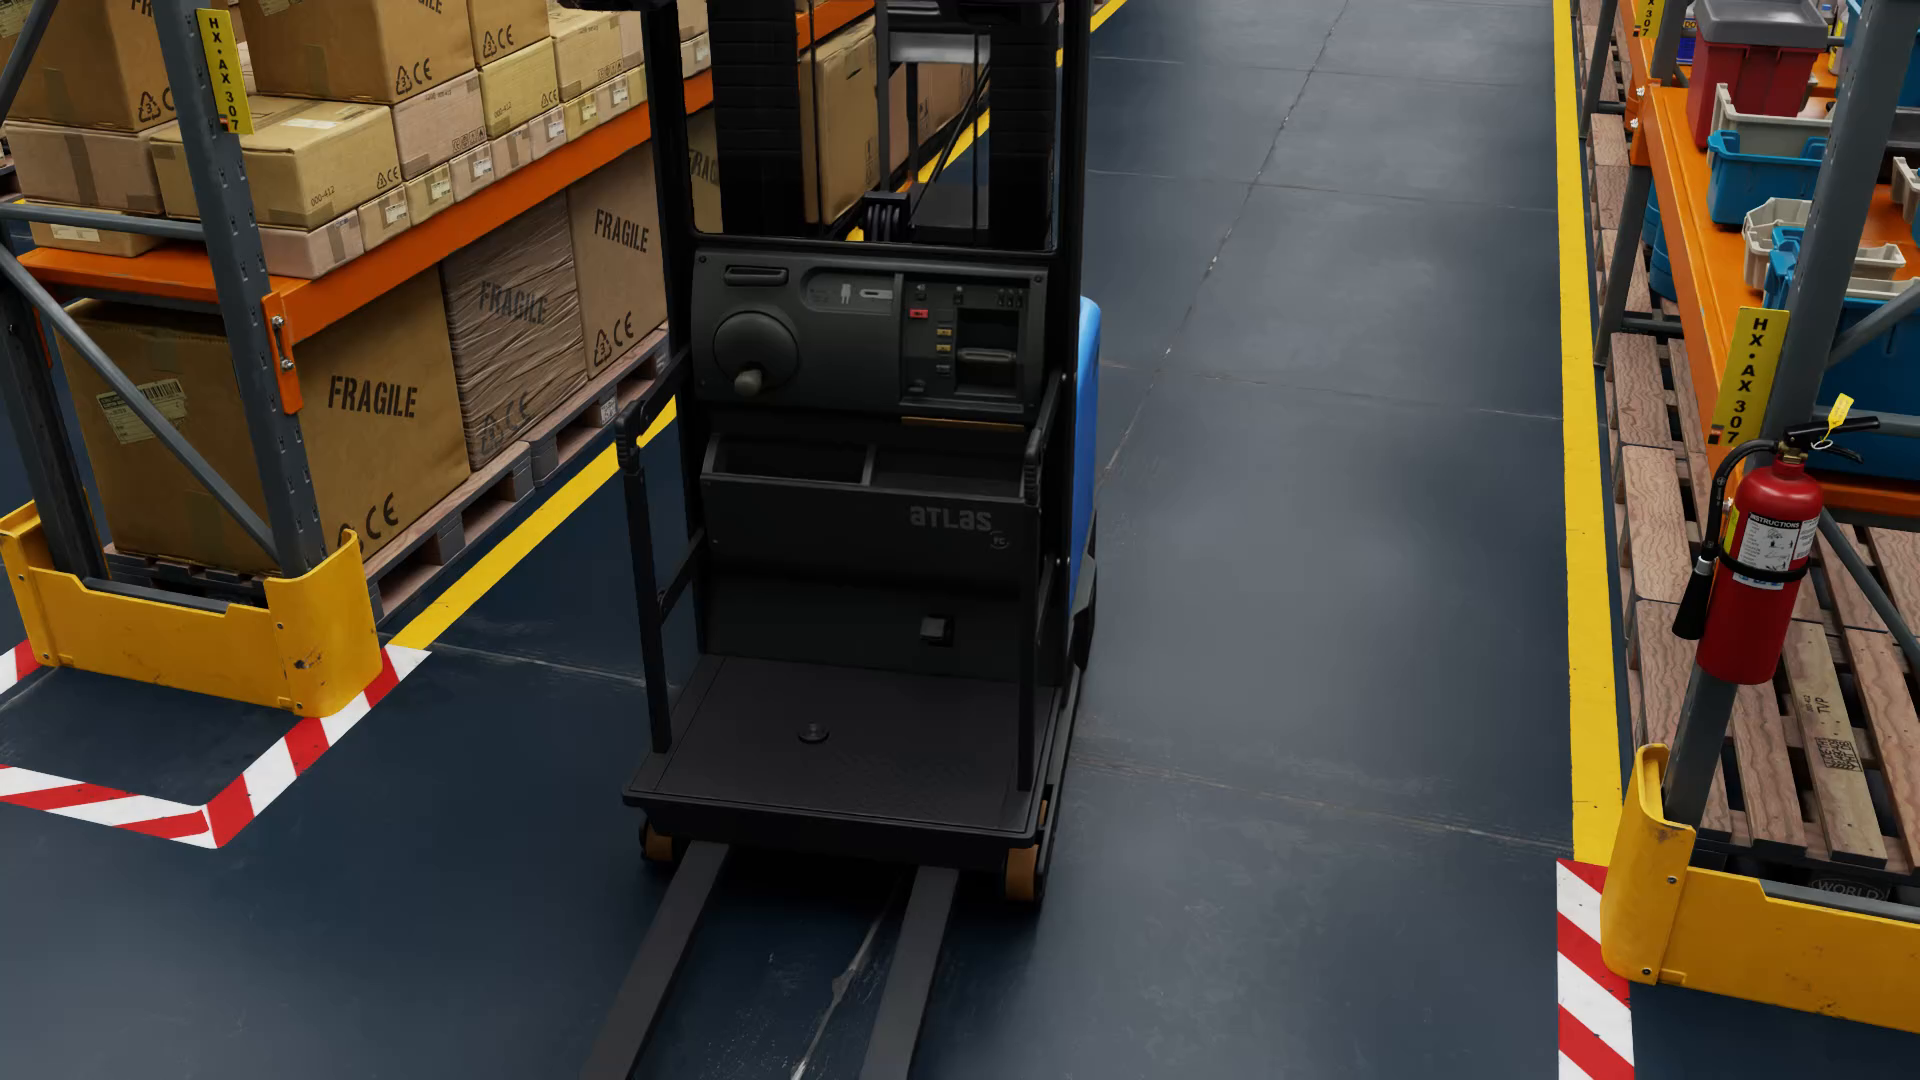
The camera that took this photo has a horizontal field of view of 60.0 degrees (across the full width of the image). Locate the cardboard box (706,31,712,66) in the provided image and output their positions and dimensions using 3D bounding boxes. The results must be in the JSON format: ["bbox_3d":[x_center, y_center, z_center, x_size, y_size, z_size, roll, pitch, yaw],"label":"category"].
[{"bbox_3d":[-1.239,-2.237,7.444,0.380,0.149,0.250,8,30,14],"label":"cardboard box"}]

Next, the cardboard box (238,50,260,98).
[{"bbox_3d":[-2.448,-1.478,5.670,0.500,0.250,0.500,8,30,14],"label":"cardboard box"}]

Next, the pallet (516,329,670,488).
[{"bbox_3d":[-1.966,-0.644,7.191,1.003,0.211,1.213,8,30,15],"label":"pallet"}]

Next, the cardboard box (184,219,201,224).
[{"bbox_3d":[-2.622,-1.139,5.470,0.380,0.149,0.250,9,30,15],"label":"cardboard box"}]

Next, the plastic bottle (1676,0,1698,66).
[{"bbox_3d":[3.229,-2.242,7.323,0.152,0.276,0.135,8,30,15],"label":"plastic bottle"}]

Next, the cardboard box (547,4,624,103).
[{"bbox_3d":[-1.642,-1.883,6.397,0.500,0.250,0.500,8,30,14],"label":"cardboard box"}]

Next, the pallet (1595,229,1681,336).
[{"bbox_3d":[3.689,-1.201,8.192,1.003,0.211,1.213,8,30,15],"label":"pallet"}]

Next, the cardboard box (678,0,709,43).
[{"bbox_3d":[-1.340,-2.355,7.246,0.500,0.250,0.500,9,30,16],"label":"cardboard box"}]

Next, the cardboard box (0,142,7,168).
[{"bbox_3d":[-5.813,-2.235,9.683,0.380,0.149,0.250,9,30,16],"label":"cardboard box"}]

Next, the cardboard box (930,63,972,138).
[{"bbox_3d":[-0.630,-3.157,10.593,1.225,0.875,0.875,9,30,15],"label":"cardboard box"}]

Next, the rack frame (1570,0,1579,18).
[{"bbox_3d":[5.771,-5.785,13.563,1.000,3.000,0.127,8,30,15],"label":"rack frame"}]

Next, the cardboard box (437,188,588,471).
[{"bbox_3d":[-2.108,-0.902,6.539,0.875,0.875,0.875,8,30,15],"label":"cardboard box"}]

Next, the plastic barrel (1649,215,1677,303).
[{"bbox_3d":[3.599,-1.584,7.738,0.600,0.901,0.708,8,30,15],"label":"plastic barrel"}]

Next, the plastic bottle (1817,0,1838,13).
[{"bbox_3d":[4.194,-2.604,7.973,0.152,0.276,0.135,8,30,15],"label":"plastic bottle"}]

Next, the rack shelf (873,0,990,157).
[{"bbox_3d":[-0.024,-1.585,5.527,0.431,0.518,0.480,5,29,8],"label":"rack shelf"}]

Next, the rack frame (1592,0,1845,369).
[{"bbox_3d":[3.423,-2.067,6.880,1.000,3.000,0.127,8,30,15],"label":"rack frame"}]

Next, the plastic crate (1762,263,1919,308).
[{"bbox_3d":[2.414,-0.657,4.554,0.396,0.136,0.243,8,30,15],"label":"plastic crate"}]

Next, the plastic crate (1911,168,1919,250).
[{"bbox_3d":[3.110,-0.980,5.037,0.416,0.233,0.300,8,30,15],"label":"plastic crate"}]

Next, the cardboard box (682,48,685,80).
[{"bbox_3d":[-1.390,-1.997,7.013,0.380,0.149,0.250,9,30,16],"label":"cardboard box"}]

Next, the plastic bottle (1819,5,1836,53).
[{"bbox_3d":[3.905,-2.320,7.540,0.097,0.201,0.097,0,29,0],"label":"plastic bottle"}]

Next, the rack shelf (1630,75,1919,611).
[{"bbox_3d":[2.836,-0.823,5.384,1.077,0.370,4.000,8,30,15],"label":"rack shelf"}]

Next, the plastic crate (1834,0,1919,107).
[{"bbox_3d":[3.612,-1.821,6.392,0.392,0.384,0.575,8,30,15],"label":"plastic crate"}]

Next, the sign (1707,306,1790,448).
[{"bbox_3d":[1.718,-0.351,3.627,0.100,0.325,0.005,8,30,15],"label":"sign"}]

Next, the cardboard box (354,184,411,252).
[{"bbox_3d":[-1.993,-1.043,5.297,0.380,0.149,0.250,8,30,14],"label":"cardboard box"}]

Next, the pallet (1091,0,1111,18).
[{"bbox_3d":[0.809,-4.911,14.861,1.003,0.211,1.213,8,30,15],"label":"pallet"}]

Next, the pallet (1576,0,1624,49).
[{"bbox_3d":[5.577,-4.196,13.575,1.003,0.211,1.213,8,30,15],"label":"pallet"}]

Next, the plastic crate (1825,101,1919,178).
[{"bbox_3d":[3.351,-1.415,5.929,0.437,0.125,0.590,8,30,15],"label":"plastic crate"}]

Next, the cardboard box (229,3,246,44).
[{"bbox_3d":[-5.259,-3.417,11.446,0.500,0.500,0.500,9,30,16],"label":"cardboard box"}]

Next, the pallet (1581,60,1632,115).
[{"bbox_3d":[4.861,-3.062,11.537,1.003,0.211,1.213,8,30,15],"label":"pallet"}]

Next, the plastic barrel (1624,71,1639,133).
[{"bbox_3d":[4.469,-2.931,10.234,0.600,0.830,0.708,8,30,15],"label":"plastic barrel"}]

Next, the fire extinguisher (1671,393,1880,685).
[{"bbox_3d":[1.770,-0.006,3.639,0.296,0.674,0.183,8,30,15],"label":"fire extinguisher"}]

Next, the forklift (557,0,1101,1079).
[{"bbox_3d":[-0.273,-0.491,4.118,1.130,2.935,3.031,5,29,8],"label":"forklift"}]

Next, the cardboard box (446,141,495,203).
[{"bbox_3d":[-1.842,-1.283,5.729,0.380,0.149,0.250,8,30,14],"label":"cardboard box"}]

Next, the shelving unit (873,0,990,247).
[{"bbox_3d":[-0.024,-0.985,5.861,0.431,2.100,0.503,5,29,8],"label":"shelving unit"}]

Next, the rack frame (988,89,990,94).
[{"bbox_3d":[-0.138,-4.633,11.492,1.000,3.000,0.127,8,30,15],"label":"rack frame"}]

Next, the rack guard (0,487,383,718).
[{"bbox_3d":[-2.493,0.189,5.397,1.175,0.500,0.348,8,30,15],"label":"rack guard"}]

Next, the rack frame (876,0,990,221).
[{"bbox_3d":[-0.065,-0.868,5.650,0.400,2.100,0.015,5,29,8],"label":"rack frame"}]

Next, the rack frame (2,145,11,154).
[{"bbox_3d":[-6.024,-3.529,9.507,1.000,3.000,0.127,8,30,15],"label":"rack frame"}]

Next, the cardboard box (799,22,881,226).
[{"bbox_3d":[-1.143,-2.329,9.105,1.225,0.875,0.875,9,30,15],"label":"cardboard box"}]

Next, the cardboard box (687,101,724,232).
[{"bbox_3d":[-1.582,-1.734,8.034,0.875,0.875,0.875,8,30,15],"label":"cardboard box"}]

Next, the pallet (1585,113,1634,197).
[{"bbox_3d":[4.405,-2.335,10.230,1.003,0.211,1.213,8,30,15],"label":"pallet"}]

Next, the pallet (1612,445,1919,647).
[{"bbox_3d":[2.888,0.068,5.912,1.003,0.211,1.213,8,30,15],"label":"pallet"}]

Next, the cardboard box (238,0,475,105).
[{"bbox_3d":[-1.941,-1.724,5.341,0.500,0.500,0.500,8,30,14],"label":"cardboard box"}]

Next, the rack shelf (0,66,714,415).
[{"bbox_3d":[-1.899,-1.530,6.655,1.077,0.370,4.000,8,30,15],"label":"rack shelf"}]

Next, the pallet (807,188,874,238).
[{"bbox_3d":[-1.158,-1.925,9.493,1.003,0.211,1.213,8,30,15],"label":"pallet"}]

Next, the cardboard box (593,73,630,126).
[{"bbox_3d":[-1.541,-1.760,6.587,0.380,0.149,0.250,9,30,16],"label":"cardboard box"}]

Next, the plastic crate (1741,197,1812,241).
[{"bbox_3d":[2.541,-0.930,5.045,0.298,0.136,0.250,8,30,15],"label":"plastic crate"}]

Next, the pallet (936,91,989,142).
[{"bbox_3d":[-0.442,-3.059,11.531,1.003,0.211,1.213,8,30,15],"label":"pallet"}]

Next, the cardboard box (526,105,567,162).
[{"bbox_3d":[-1.692,-1.521,6.157,0.380,0.149,0.250,8,30,14],"label":"cardboard box"}]

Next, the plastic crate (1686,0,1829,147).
[{"bbox_3d":[2.921,-1.742,6.169,0.402,0.464,0.583,8,30,15],"label":"plastic crate"}]

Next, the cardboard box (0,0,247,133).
[{"bbox_3d":[-2.595,-1.571,5.066,0.500,0.500,0.500,9,30,15],"label":"cardboard box"}]

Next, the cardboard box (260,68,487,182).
[{"bbox_3d":[-1.941,-1.406,5.541,0.500,0.250,0.500,8,30,14],"label":"cardboard box"}]
